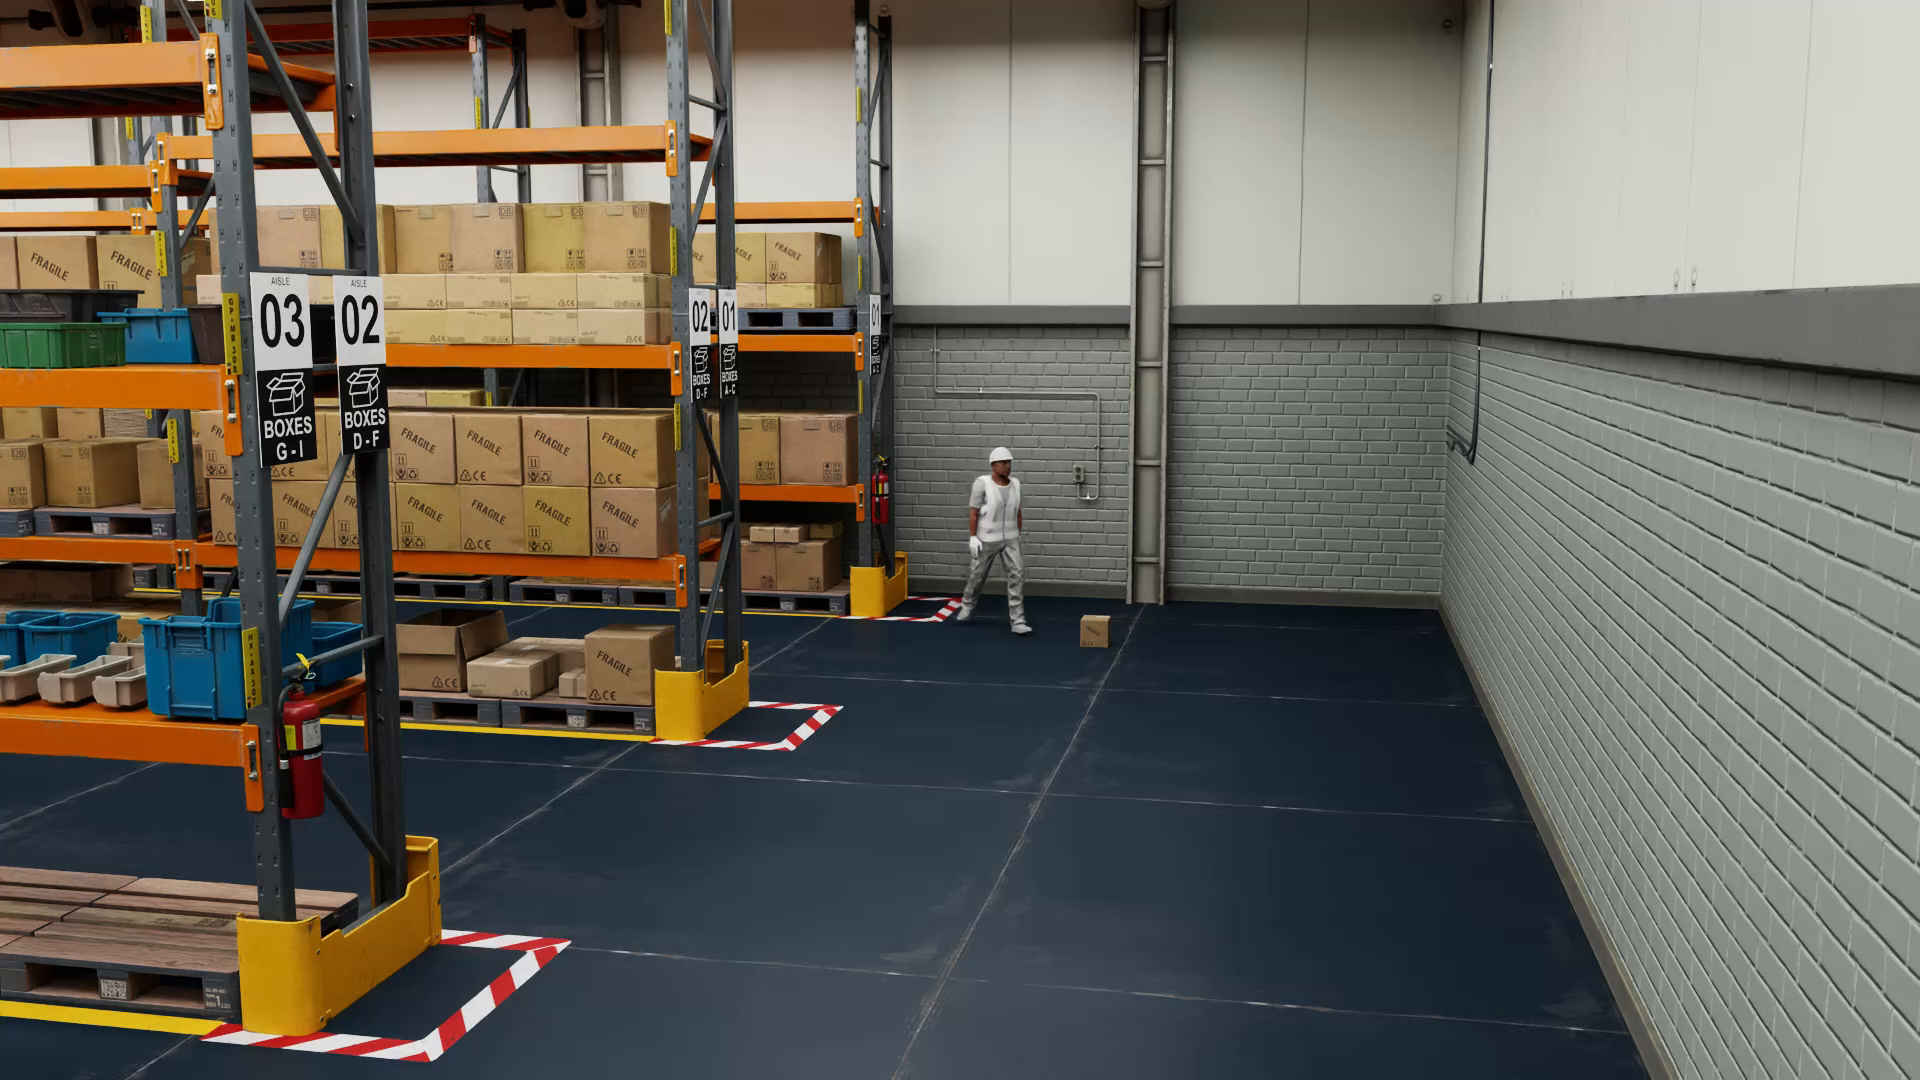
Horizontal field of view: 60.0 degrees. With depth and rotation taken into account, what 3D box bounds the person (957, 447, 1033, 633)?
[{"bbox_3d":[0.325,-0.011,15.836,0.566,1.767,0.926,-3,8,-21],"label":"person"}]
